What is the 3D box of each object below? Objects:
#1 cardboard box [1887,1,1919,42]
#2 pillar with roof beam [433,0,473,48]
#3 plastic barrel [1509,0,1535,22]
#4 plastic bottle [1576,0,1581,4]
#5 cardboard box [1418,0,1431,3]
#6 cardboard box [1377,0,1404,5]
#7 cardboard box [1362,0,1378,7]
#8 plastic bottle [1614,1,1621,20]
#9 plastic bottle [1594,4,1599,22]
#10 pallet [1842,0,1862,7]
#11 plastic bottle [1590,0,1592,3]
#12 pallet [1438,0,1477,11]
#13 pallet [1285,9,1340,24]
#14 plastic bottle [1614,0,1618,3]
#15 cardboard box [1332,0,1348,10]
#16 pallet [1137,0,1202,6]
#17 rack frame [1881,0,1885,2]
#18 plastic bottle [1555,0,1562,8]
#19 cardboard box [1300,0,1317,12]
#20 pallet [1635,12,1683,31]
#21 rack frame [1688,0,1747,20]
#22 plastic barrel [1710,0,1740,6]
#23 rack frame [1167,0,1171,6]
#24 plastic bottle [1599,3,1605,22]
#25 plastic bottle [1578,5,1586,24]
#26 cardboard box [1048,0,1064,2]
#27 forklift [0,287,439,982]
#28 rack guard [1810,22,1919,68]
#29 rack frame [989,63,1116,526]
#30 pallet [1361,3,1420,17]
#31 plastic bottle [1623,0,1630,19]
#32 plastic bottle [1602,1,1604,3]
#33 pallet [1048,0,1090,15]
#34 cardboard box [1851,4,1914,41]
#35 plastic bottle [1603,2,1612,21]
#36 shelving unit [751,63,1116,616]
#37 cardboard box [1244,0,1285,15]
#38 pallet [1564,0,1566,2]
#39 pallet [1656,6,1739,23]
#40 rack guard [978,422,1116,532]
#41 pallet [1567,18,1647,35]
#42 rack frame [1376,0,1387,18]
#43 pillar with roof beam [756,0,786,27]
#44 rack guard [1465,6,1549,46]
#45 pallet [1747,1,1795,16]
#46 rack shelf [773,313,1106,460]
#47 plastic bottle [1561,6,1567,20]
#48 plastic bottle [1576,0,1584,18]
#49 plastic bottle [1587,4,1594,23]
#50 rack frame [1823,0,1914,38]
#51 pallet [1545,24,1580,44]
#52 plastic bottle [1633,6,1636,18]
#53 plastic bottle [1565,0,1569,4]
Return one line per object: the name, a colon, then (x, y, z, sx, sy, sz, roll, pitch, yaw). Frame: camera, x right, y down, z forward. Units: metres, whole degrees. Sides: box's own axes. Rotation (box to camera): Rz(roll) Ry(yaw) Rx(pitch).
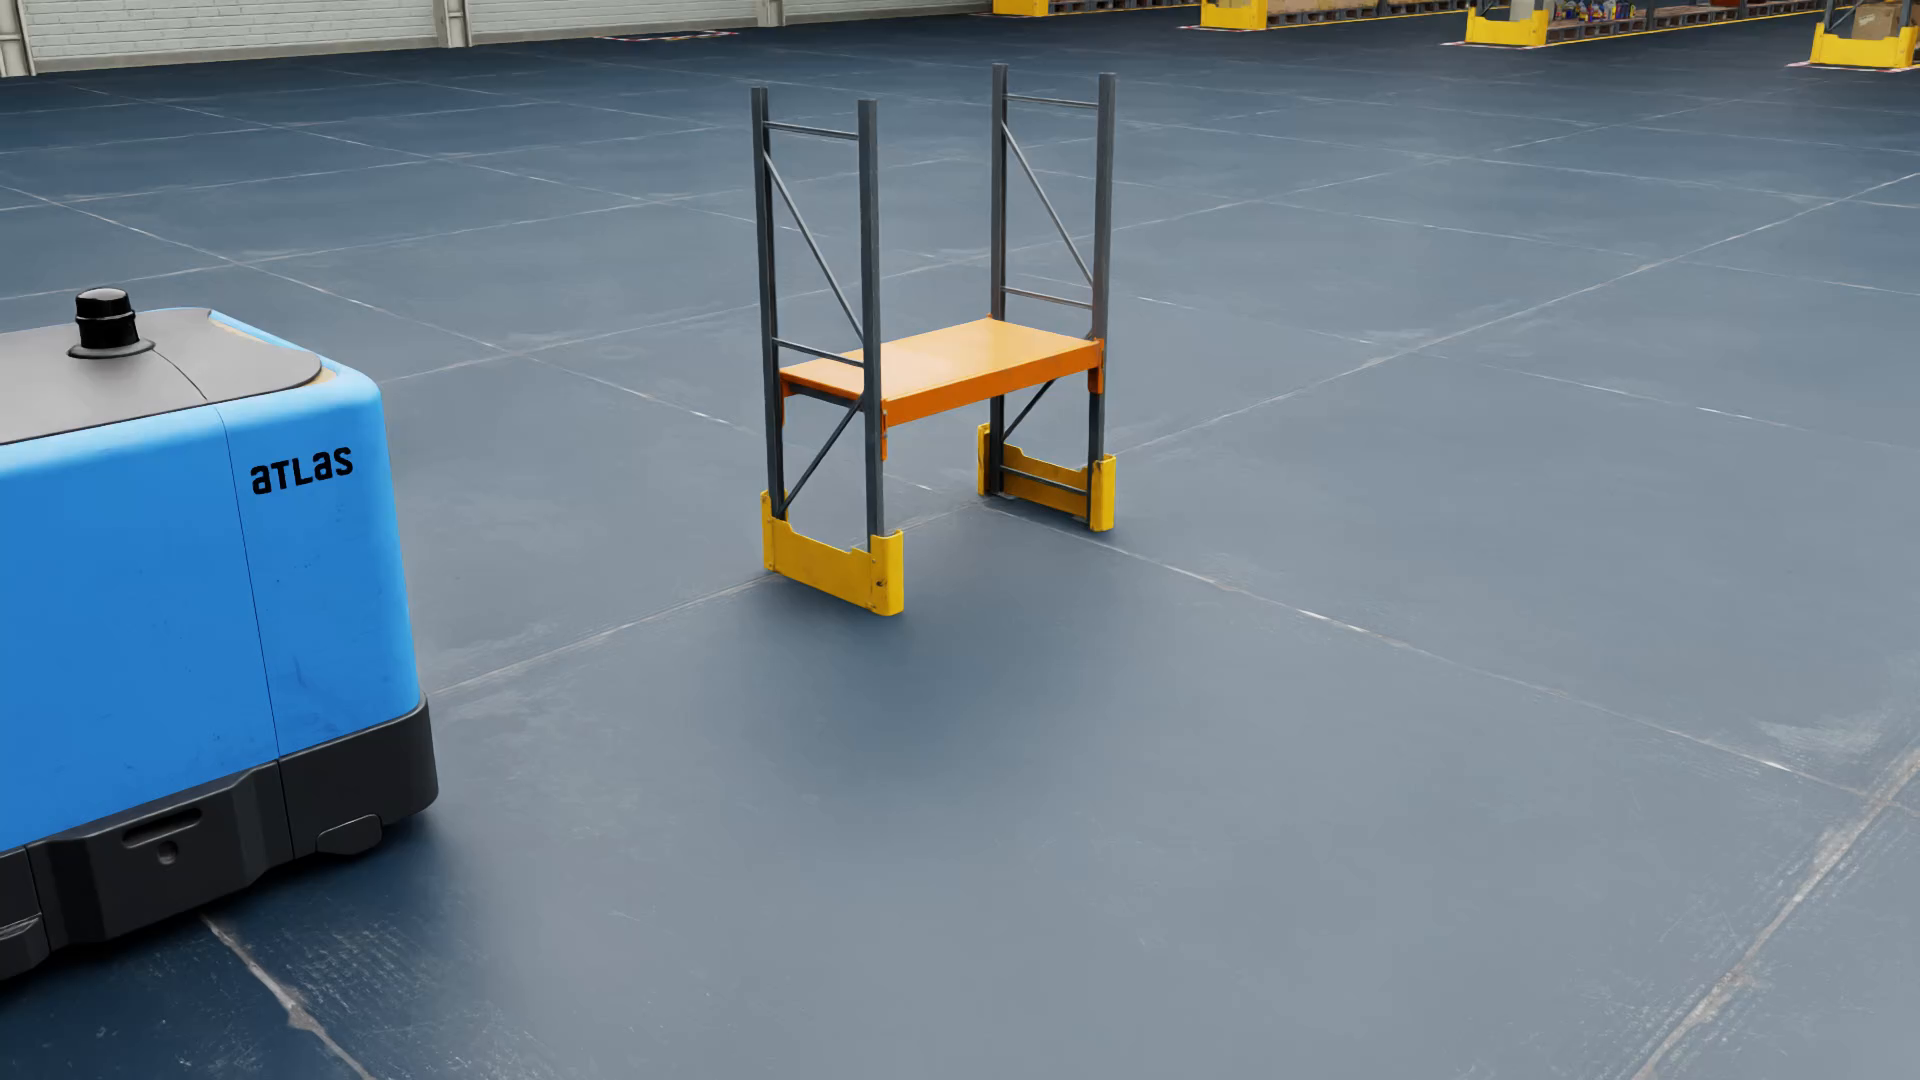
cardboard box: (13.026, -7.117, 22.810, 0.500, 0.500, 0.500, -17, 27, -37)
pillar with roof beam: (-4.330, -10.367, 20.004, 9.100, 9.000, 0.400, 19, 28, 41)
plastic barrel: (8.591, -8.076, 25.288, 0.421, 0.512, 0.421, 0, 21, 0)
plastic bottle: (10.117, -8.746, 27.229, 0.185, 0.351, 0.144, -19, 28, -41)
cardboard box: (8.607, -10.341, 31.545, 0.500, 0.250, 0.500, 18, 28, 39)
cardboard box: (7.890, -10.076, 30.856, 0.500, 0.250, 0.500, 18, 28, 39)
cardboard box: (7.264, -9.861, 30.295, 0.500, 0.250, 0.500, 19, 28, 41)
plastic bottle: (10.517, -8.479, 26.627, 0.133, 0.283, 0.061, -18, 27, -39)
plastic bottle: (9.984, -8.287, 26.143, 0.097, 0.271, 0.097, 0, 21, 0)
pallet: (17.894, -11.150, 34.289, 1.003, 0.211, 1.213, 19, 28, 41)
plastic bottle: (10.312, -8.730, 27.280, 0.061, 0.283, 0.133, 19, 28, 41)
pallet: (9.619, -10.647, 32.980, 1.003, 0.211, 1.213, 19, 28, 41)
pallet: (5.995, -9.311, 29.506, 1.003, 0.211, 1.213, 19, 28, 41)
plastic bottle: (10.631, -8.648, 26.974, 0.144, 0.351, 0.185, 19, 28, 41)
cardboard box: (6.570, -9.602, 29.623, 0.500, 0.250, 0.500, 19, 28, 41)
pallet: (4.421, -11.260, 34.575, 1.003, 0.211, 1.213, 19, 28, 41)
rack frame: (19.349, -12.966, 35.127, 1.000, 3.000, 0.127, 19, 28, 41)
plastic bottle: (9.559, -8.541, 26.694, 0.185, 0.351, 0.144, -19, 28, -40)
cardboard box: (5.869, -9.346, 28.957, 0.500, 0.250, 0.500, 19, 28, 41)
pallet: (11.497, -8.791, 28.153, 1.003, 0.211, 1.213, 19, 28, 41)
rack frame: (13.768, -10.909, 29.777, 1.000, 3.000, 0.127, 19, 28, 41)
plastic barrel: (14.097, -10.222, 30.429, 0.600, 0.830, 0.708, 19, 28, 41)
rack frame: (3.879, -12.361, 33.553, 1.000, 3.000, 0.127, 19, 28, 41)
plastic bottle: (10.125, -8.339, 26.279, 0.097, 0.271, 0.097, 0, 21, 0)
plastic bottle: (9.675, -8.173, 25.847, 0.097, 0.271, 0.097, 0, 21, 0)
cardboard box: (1.636, -10.438, 31.685, 0.500, 0.311, 0.500, 15, 26, 35)
forklift: (-2.615, -0.465, 2.698, 3.031, 2.935, 1.130, -19, 28, -40)
rack guard: (11.789, -6.466, 21.701, 1.175, 0.500, 0.348, 19, 28, 41)
rack frame: (0.295, -0.809, 5.588, 0.500, 1.500, 0.032, 19, 28, 41)
pallet: (7.917, -10.019, 31.348, 1.003, 0.211, 1.213, 19, 28, 41)
plastic bottle: (10.735, -8.612, 26.880, 0.144, 0.351, 0.185, 18, 28, 39)
plastic bottle: (10.284, -8.468, 26.597, 0.061, 0.283, 0.133, 19, 28, 41)
pallet: (1.734, -10.250, 31.949, 1.003, 0.211, 1.213, 19, 28, 41)
cardboard box: (12.183, -6.799, 21.981, 0.500, 0.500, 0.500, -14, 25, -32)
plastic bottle: (10.259, -8.404, 26.443, 0.135, 0.276, 0.152, -20, 28, -41)
shelving unit: (-0.053, -0.680, 5.255, 0.587, 1.500, 1.083, 19, 28, 41)
cardboard box: (5.174, -9.088, 28.286, 0.500, 0.250, 0.500, 19, 28, 41)
pallet: (12.471, -11.658, 35.612, 1.003, 0.211, 1.213, 19, 28, 41)
pallet: (13.199, -9.418, 29.784, 1.003, 0.211, 1.213, 19, 28, 41)
rack guard: (0.294, -0.225, 5.812, 0.587, 0.250, 0.087, 19, 28, 41)
pallet: (10.479, -8.417, 27.180, 1.003, 0.211, 1.213, 19, 28, 41)
rack frame: (7.431, -11.122, 30.330, 1.000, 3.000, 0.127, 19, 28, 41)
pillar with roof beam: (-0.144, -11.909, 24.017, 9.100, 9.000, 0.400, 19, 28, 41)
rack guard: (8.206, -7.718, 24.957, 1.175, 0.500, 0.348, 19, 28, 41)
pallet: (15.139, -10.133, 31.644, 1.003, 0.211, 1.213, 19, 28, 41)
rack shelf: (-0.060, -0.510, 5.313, 0.538, 0.185, 1.000, 19, 28, 41)
plastic bottle: (9.676, -8.452, 26.671, 0.097, 0.201, 0.097, 0, 21, 0)
plastic bottle: (10.102, -8.642, 27.067, 0.097, 0.271, 0.097, 0, 21, 0)
plastic bottle: (9.846, -8.232, 25.984, 0.133, 0.283, 0.061, -20, 28, -41)
rack frame: (11.736, -7.613, 21.201, 1.000, 3.000, 0.127, 19, 28, 41)
pallet: (8.777, -7.790, 25.548, 1.003, 0.211, 1.213, 19, 28, 41)
plastic bottle: (10.947, -8.609, 27.079, 0.097, 0.201, 0.097, 0, 21, 0)
plastic bottle: (9.840, -8.634, 27.031, 0.133, 0.283, 0.061, -19, 28, -40)
